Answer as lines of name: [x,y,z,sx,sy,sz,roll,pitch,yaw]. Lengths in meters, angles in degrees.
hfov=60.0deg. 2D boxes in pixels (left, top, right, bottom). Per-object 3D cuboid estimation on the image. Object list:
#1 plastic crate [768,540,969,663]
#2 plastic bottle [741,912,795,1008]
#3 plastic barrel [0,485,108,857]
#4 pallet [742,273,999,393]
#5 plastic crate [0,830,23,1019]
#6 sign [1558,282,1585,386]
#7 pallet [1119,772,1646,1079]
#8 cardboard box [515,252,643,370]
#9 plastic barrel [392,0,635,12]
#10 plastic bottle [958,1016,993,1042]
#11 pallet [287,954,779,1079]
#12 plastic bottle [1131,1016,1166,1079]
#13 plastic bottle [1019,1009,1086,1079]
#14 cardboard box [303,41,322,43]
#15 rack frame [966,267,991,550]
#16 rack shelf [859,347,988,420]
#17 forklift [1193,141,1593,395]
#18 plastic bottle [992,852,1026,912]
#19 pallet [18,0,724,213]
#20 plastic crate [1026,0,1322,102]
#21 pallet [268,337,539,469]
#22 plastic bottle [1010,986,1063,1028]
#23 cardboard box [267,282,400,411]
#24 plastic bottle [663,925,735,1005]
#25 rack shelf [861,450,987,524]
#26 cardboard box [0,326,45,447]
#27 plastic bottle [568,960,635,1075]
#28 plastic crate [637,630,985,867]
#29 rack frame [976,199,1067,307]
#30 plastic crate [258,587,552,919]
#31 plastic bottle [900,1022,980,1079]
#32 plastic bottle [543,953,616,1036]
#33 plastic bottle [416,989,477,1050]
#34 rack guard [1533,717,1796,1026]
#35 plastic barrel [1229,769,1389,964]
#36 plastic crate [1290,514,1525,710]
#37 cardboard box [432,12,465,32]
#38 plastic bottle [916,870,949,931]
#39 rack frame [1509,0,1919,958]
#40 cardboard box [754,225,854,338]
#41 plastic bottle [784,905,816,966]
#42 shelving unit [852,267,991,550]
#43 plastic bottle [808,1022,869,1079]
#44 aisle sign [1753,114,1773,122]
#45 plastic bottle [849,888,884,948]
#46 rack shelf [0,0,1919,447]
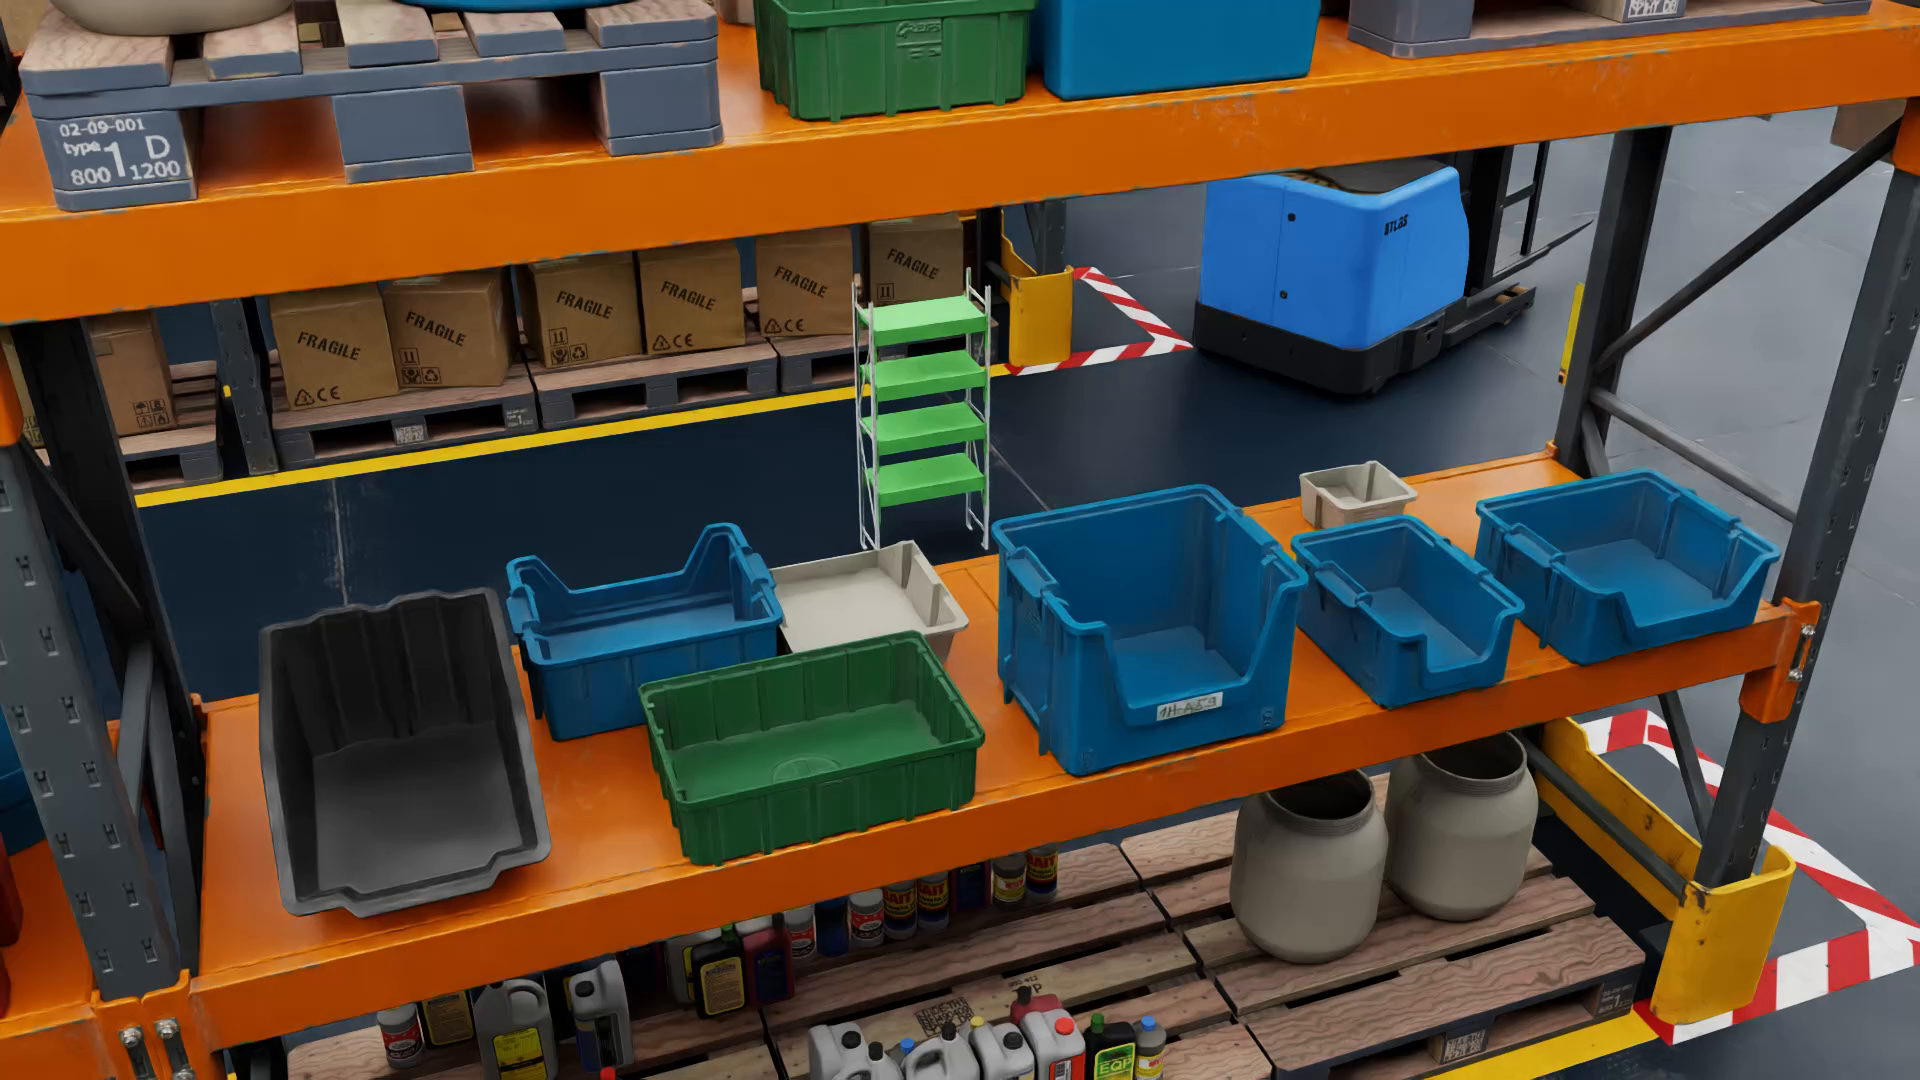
plastic crate: [-0.266,0.177,4.175,0.437,0.136,0.530,-10,31,-18]
plastic bottle: [-0.523,1.139,4.520,0.133,0.283,0.061,-10,31,-18]
plastic barrel: [-2.167,0.169,3.417,0.708,0.901,0.600,-10,31,-18]
pallet: [-0.523,-1.179,9.107,1.213,0.211,1.003,-10,31,-18]
plastic crate: [-2.047,0.658,3.000,0.583,0.464,0.402,-10,31,-18]
sign: [1.861,-0.606,5.004,0.005,0.325,0.100,-10,31,-18]
pallet: [1.231,1.154,5.011,1.213,0.211,1.003,-10,31,-18]
cardboard box: [-1.949,-1.230,8.480,0.500,0.500,0.500,-13,32,-22]
plastic barrel: [-0.730,-1.365,2.655,0.708,0.901,0.600,-10,31,-18]
plastic bottle: [0.044,1.315,4.294,0.097,0.201,0.097,0,30,0]
pallet: [-1.056,1.575,4.271,1.213,0.211,1.003,-10,31,-18]
plastic bottle: [0.481,1.315,4.294,0.097,0.201,0.097,0,30,0]
plastic bottle: [0.235,1.314,4.221,0.135,0.276,0.152,-10,31,-17]
cardboard box: [-2.983,-2.059,7.433,0.500,0.500,0.875,-10,31,-18]
rack frame: [0.074,-0.535,6.977,0.015,1.200,0.240,-10,31,-18]
rack shelf: [-0.155,-0.646,6.816,0.480,0.148,0.258,-10,31,-18]
forklift: [2.638,-2.643,8.929,1.130,2.935,3.031,25,38,37]
plastic bottle: [0.144,0.981,4.880,0.097,0.201,0.097,0,30,0]
pallet: [-1.058,-0.931,3.014,1.003,0.211,1.213,-10,31,-18]
plastic crate: [0.367,-1.057,3.062,0.575,0.384,0.392,-10,31,-18]
pallet: [-2.810,-0.758,8.368,1.213,0.211,1.003,-10,31,-18]
plastic bottle: [0.197,1.261,4.306,0.133,0.283,0.061,-10,31,-18]
cardboard box: [-3.038,-0.984,8.048,0.500,0.500,0.500,-11,32,-19]
plastic bottle: [-0.714,1.087,4.544,0.185,0.351,0.144,-11,31,-18]
rack shelf: [-0.155,-0.229,7.053,0.480,0.148,0.258,-10,31,-18]
cardboard box: [-4.463,-0.773,7.657,0.500,0.500,0.700,-11,31,-18]
plastic bottle: [-0.942,1.239,4.352,0.135,0.276,0.152,-10,31,-18]
plastic crate: [-0.329,0.449,3.645,0.662,0.188,0.450,-10,31,-18]
rack frame: [0.322,-2.528,8.657,0.127,3.000,1.000,-10,31,-18]
plastic crate: [-1.165,0.456,3.482,0.504,0.338,0.767,-10,31,-18]
plastic bottle: [-0.049,1.335,4.107,0.185,0.351,0.144,-9,31,-16]
plastic bottle: [-1.017,1.142,4.446,0.185,0.351,0.144,-12,32,-20]
plastic bottle: [-1.364,1.213,4.389,0.133,0.283,0.061,-9,31,-15]
rack guard: [1.994,0.891,5.181,0.348,0.500,1.175,-10,31,-18]
plastic barrel: [0.989,0.904,4.722,0.421,0.512,0.421,0,30,0]
plastic crate: [1.074,0.169,4.073,0.408,0.251,0.499,-10,31,-18]
cardboard box: [-2.448,-2.491,7.181,0.500,0.500,0.500,-10,31,-18]
plastic bottle: [-0.080,0.992,4.791,0.097,0.271,0.097,0,30,0]
rack frame: [2.049,-0.230,4.623,0.127,3.000,1.000,-10,31,-18]
cardboard box: [-0.817,-1.405,8.787,0.500,0.500,0.500,-3,30,-5]
plastic bottle: [-0.459,1.092,4.685,0.097,0.201,0.097,0,30,0]
shelving unit: [-0.155,-0.493,6.903,0.503,1.200,0.258,-10,31,-18]
plastic bottle: [-0.298,1.336,4.183,0.135,0.276,0.152,-10,31,-18]
aisle sign: [2.015,-1.508,4.240,0.004,0.787,0.394,-10,31,-18]
plastic bottle: [-0.267,1.057,4.748,0.097,0.201,0.097,0,30,0]
rack shelf: [0.175,-0.875,3.453,4.000,0.370,1.077,-10,31,-18]
